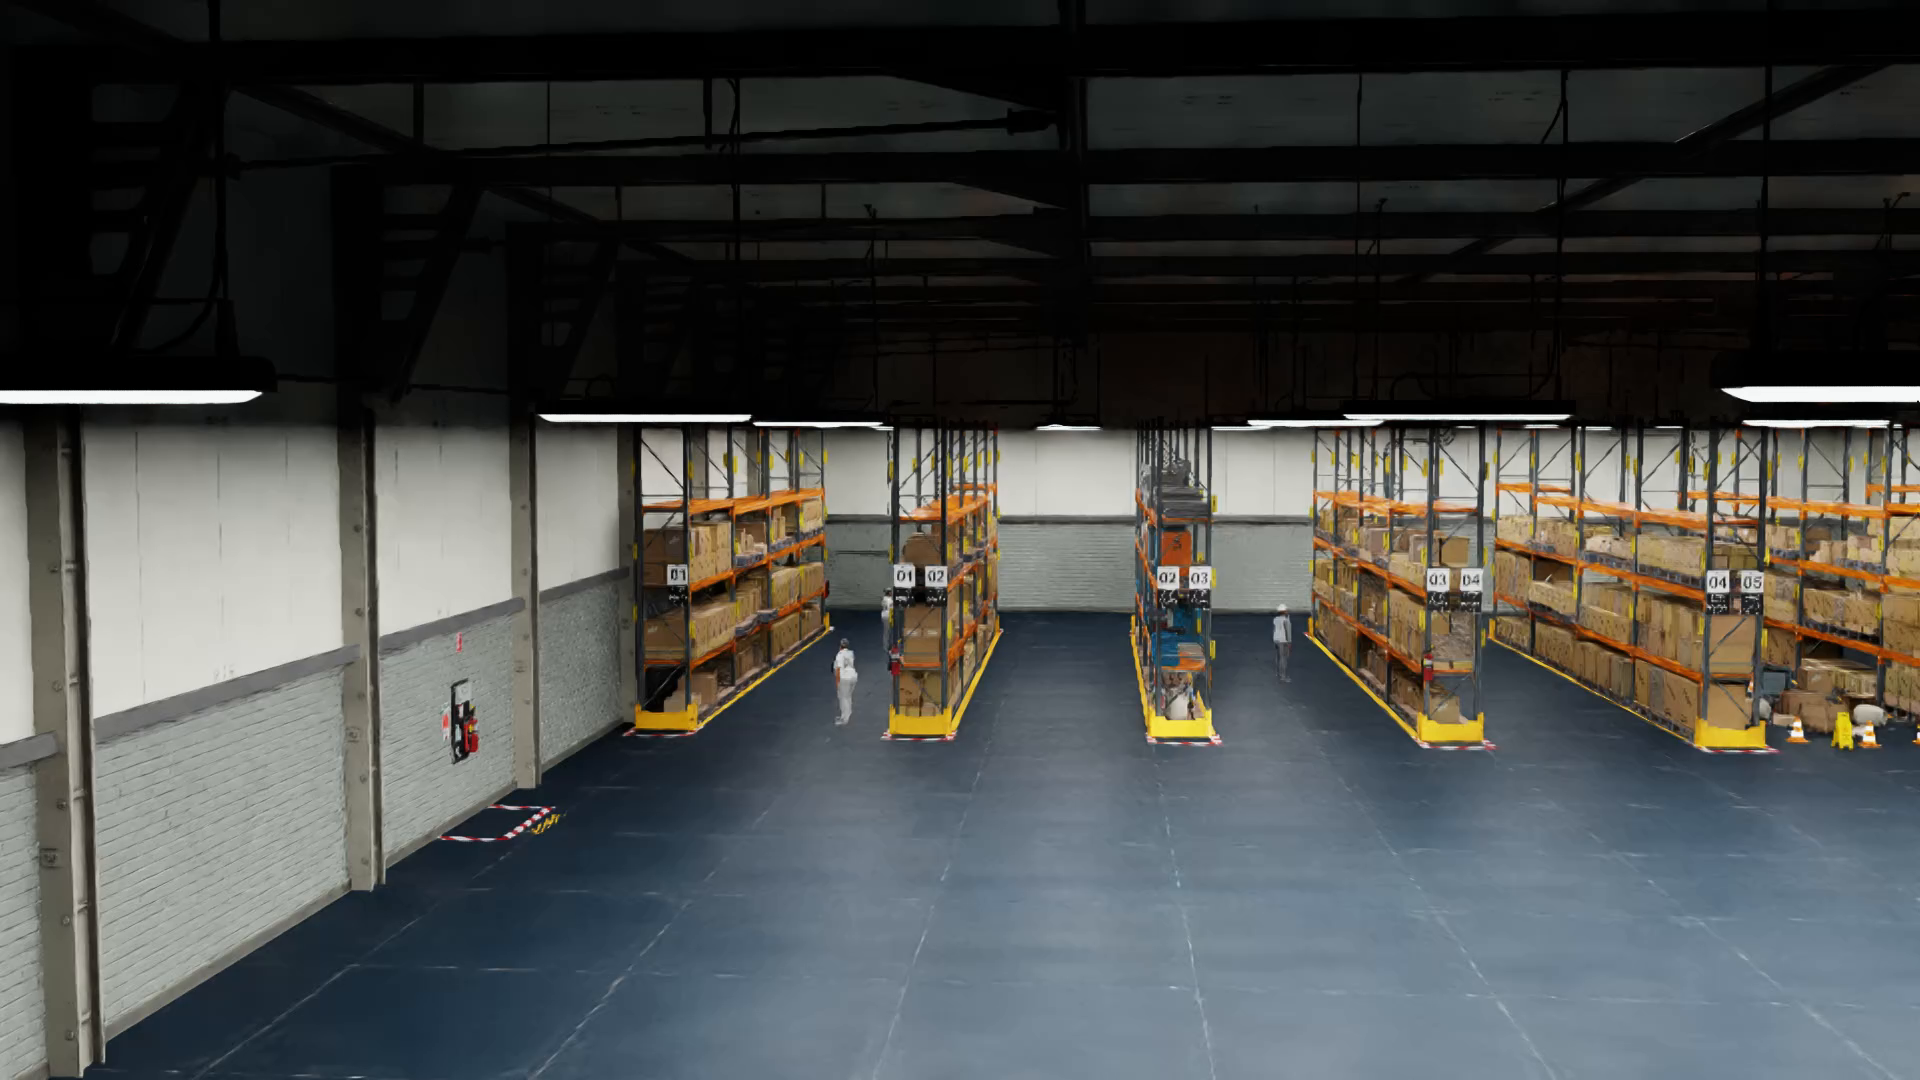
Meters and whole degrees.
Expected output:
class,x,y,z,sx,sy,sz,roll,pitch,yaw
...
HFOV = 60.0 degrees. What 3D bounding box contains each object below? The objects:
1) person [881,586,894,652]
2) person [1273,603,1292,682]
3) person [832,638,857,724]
class,x,y,z,sx,sy,sz,roll,pitch,yaw
person,-1.842,2.048,43.246,0.433,1.684,0.553,-2,4,-23
person,7.419,2.337,38.071,0.449,1.776,0.584,-2,4,-24
person,-2.295,2.754,32.621,0.480,1.666,0.523,3,5,36
